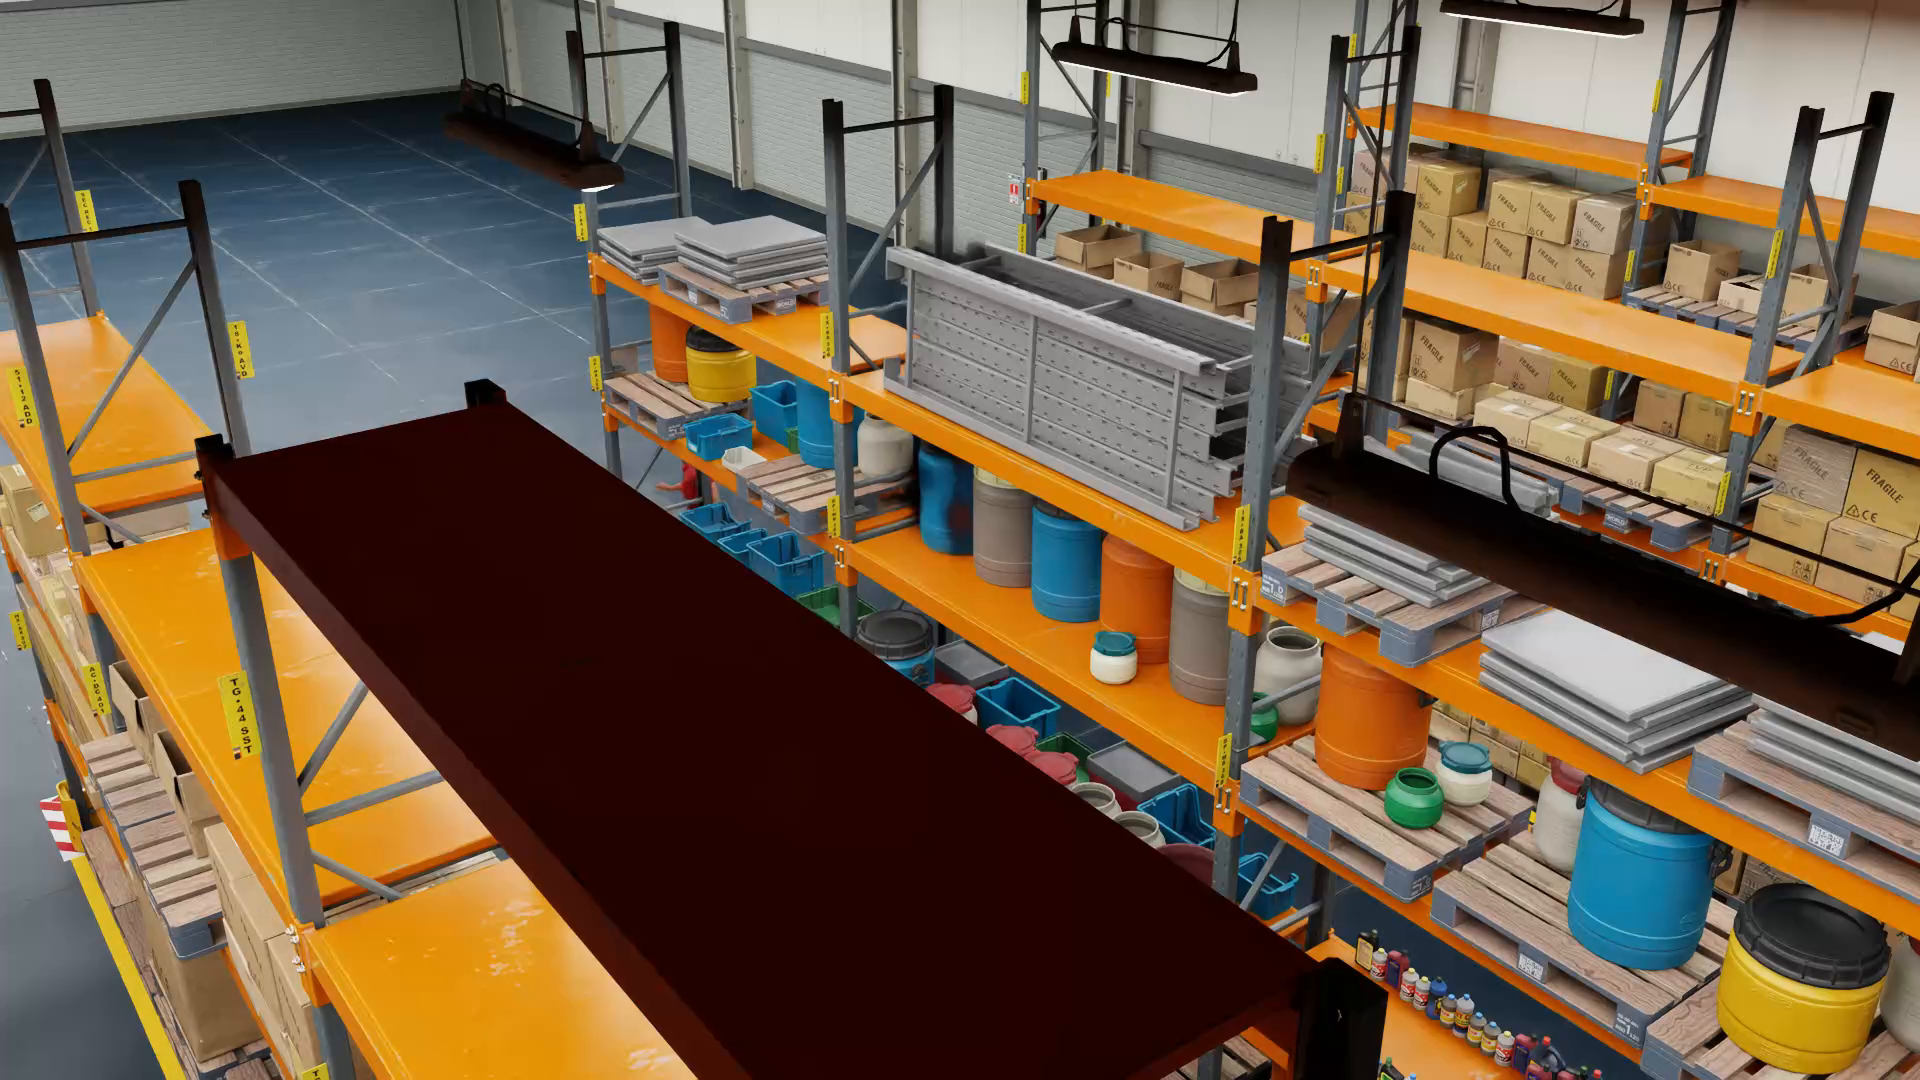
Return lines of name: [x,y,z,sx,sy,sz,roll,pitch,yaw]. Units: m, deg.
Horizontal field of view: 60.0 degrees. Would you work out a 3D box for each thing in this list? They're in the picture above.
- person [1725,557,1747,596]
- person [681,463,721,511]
person: [7.006,0.935,15.025,0.898,1.615,0.637,17,30,32]
person: [-2.561,-0.267,17.439,0.711,1.498,0.593,1,25,2]
